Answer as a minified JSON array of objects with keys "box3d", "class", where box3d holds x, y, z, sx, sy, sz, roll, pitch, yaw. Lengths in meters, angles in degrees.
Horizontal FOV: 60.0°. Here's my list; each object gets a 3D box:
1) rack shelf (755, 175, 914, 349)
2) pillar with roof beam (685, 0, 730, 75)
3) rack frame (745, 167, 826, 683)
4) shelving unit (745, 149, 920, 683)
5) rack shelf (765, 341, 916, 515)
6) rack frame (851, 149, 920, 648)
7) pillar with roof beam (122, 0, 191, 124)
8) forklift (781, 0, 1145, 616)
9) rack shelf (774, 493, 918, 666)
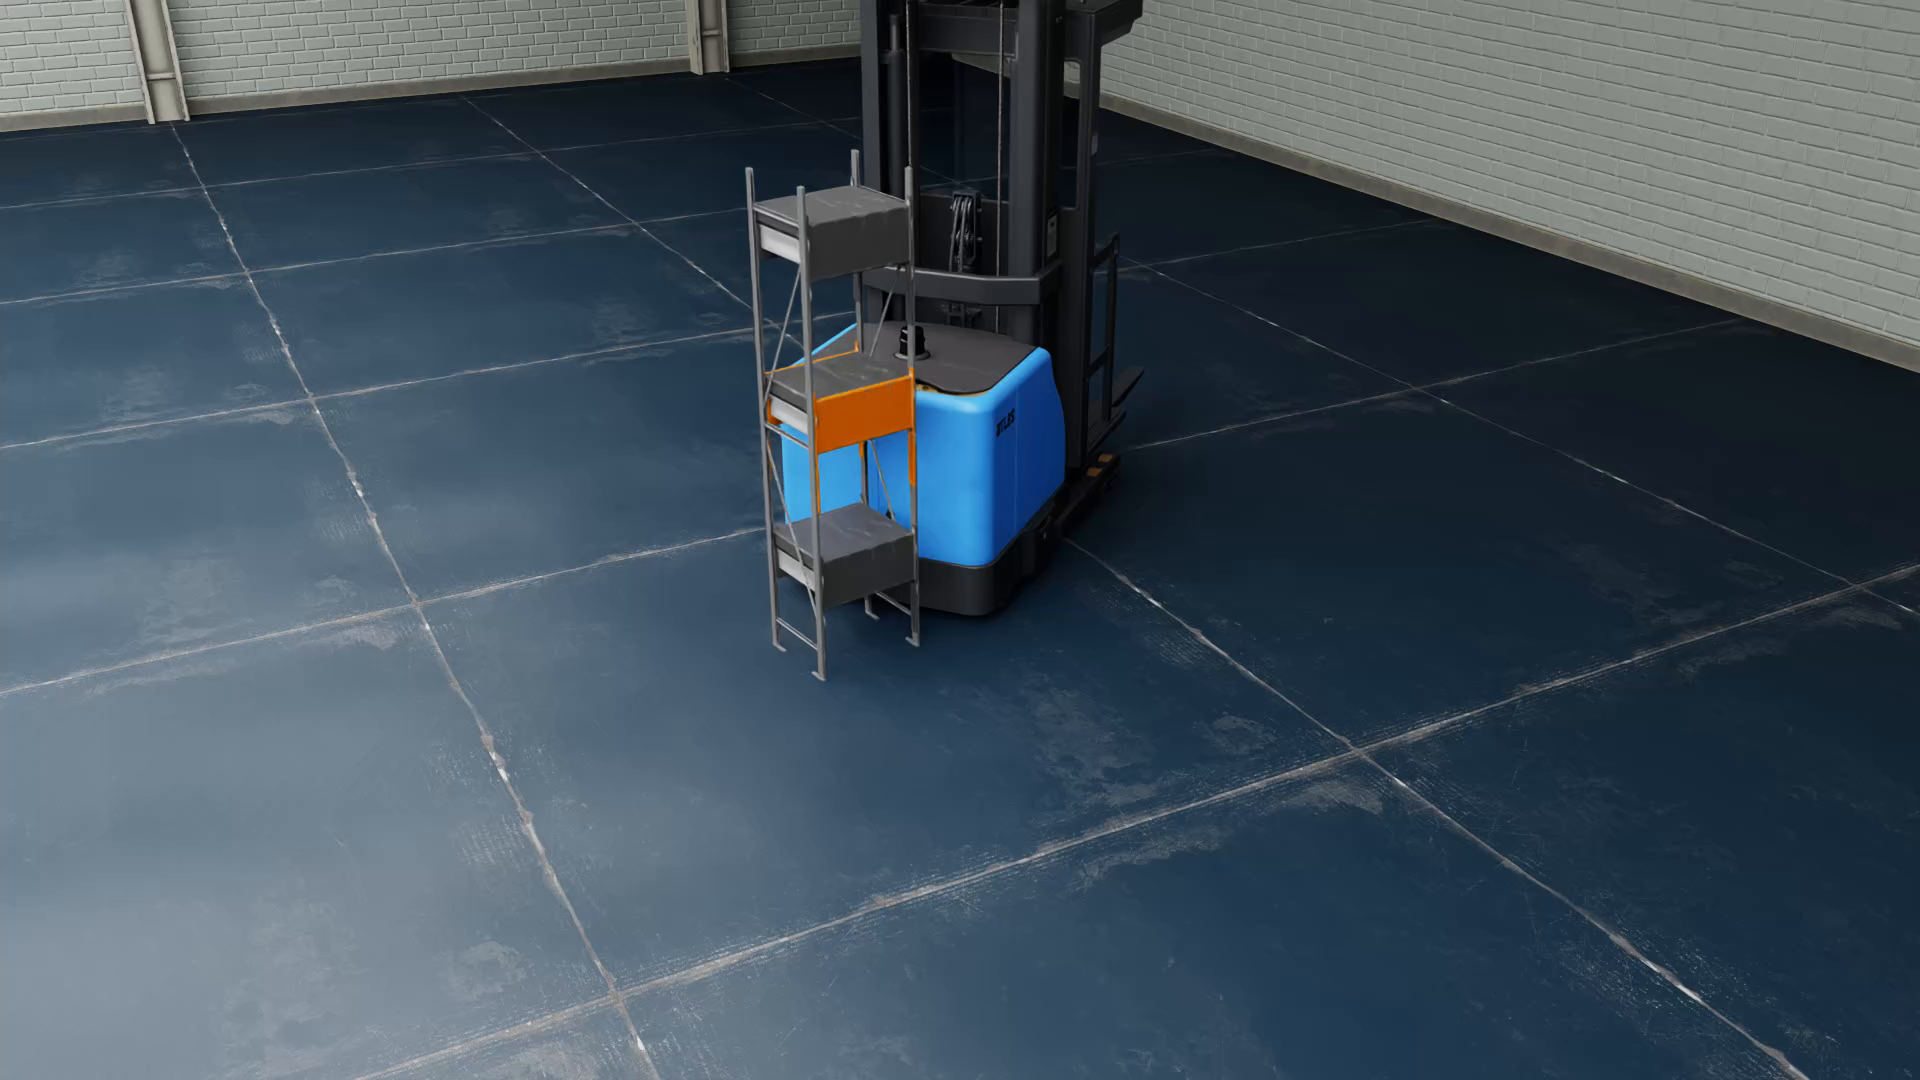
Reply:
[{"box3d":[-0.500,-1.096,6.517,0.480,0.518,0.431,-19,32,-33],"class":"rack shelf"},{"box3d":[-0.977,-8.045,14.610,0.400,9.000,9.100,-13,29,-25],"class":"pillar with roof beam"},{"box3d":[-0.693,-0.414,6.684,0.015,2.100,0.400,-19,32,-33],"class":"rack frame"},{"box3d":[-0.499,-0.479,6.817,0.503,2.100,0.431,-19,32,-33],"class":"shelving unit"},{"box3d":[-0.499,-0.467,6.823,0.480,0.518,0.431,-19,32,-33],"class":"rack shelf"},{"box3d":[-0.305,-0.545,6.950,0.015,2.100,0.400,-19,32,-33],"class":"rack frame"},{"box3d":[-6.272,-6.823,12.065,0.400,9.000,9.100,-13,29,-25],"class":"pillar with roof beam"},{"box3d":[0.211,-1.598,8.191,1.130,2.935,3.031,10,27,20],"class":"forklift"},{"box3d":[-0.498,0.162,7.130,0.480,0.518,0.431,-19,32,-33],"class":"rack shelf"}]
